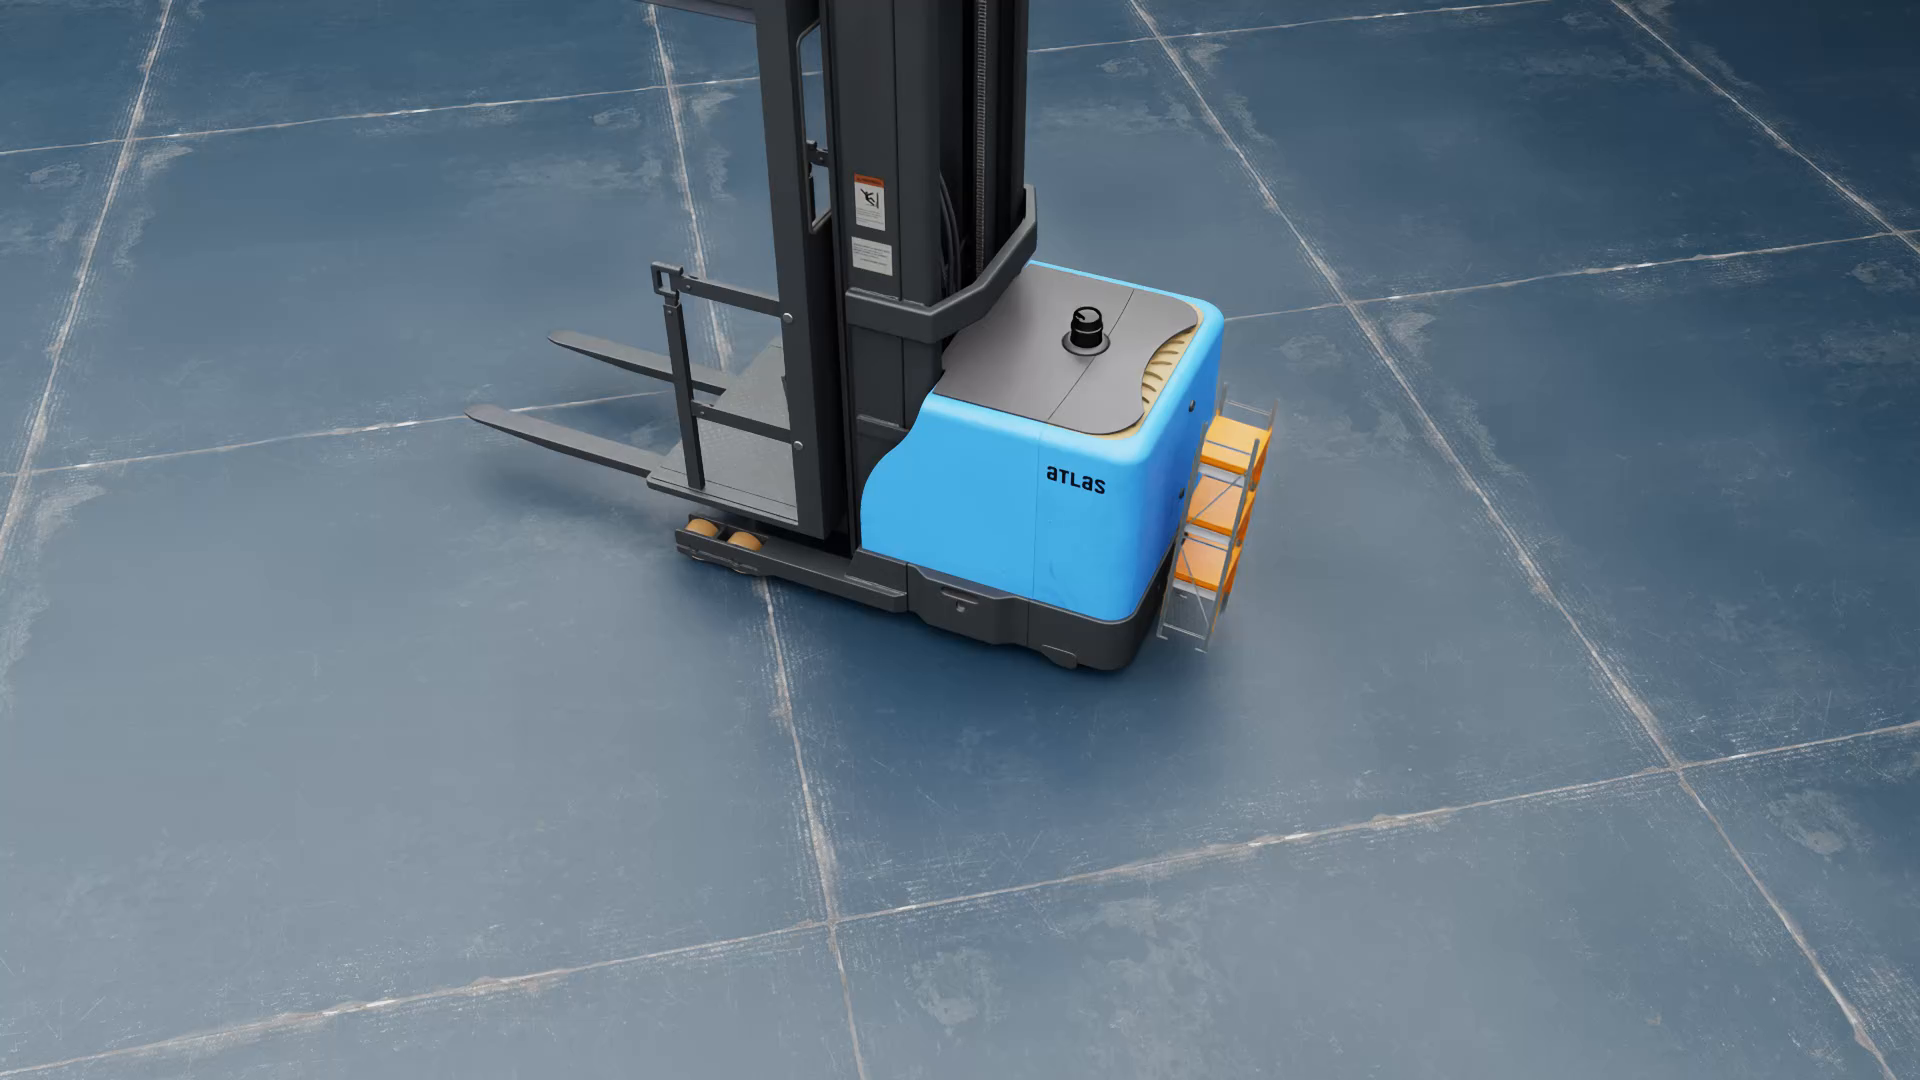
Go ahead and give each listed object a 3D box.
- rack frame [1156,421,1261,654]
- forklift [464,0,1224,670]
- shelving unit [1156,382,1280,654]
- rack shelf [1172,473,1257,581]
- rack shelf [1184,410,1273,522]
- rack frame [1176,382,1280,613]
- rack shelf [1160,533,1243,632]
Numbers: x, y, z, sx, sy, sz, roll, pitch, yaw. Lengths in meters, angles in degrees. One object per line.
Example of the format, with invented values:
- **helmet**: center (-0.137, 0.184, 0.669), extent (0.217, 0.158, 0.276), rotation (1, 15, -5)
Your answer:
- **rack frame**: center (0.873, 0.015, 5.931), extent (0.200, 1.050, 0.008), rotation (19, 45, 14)
- **forklift**: center (-0.577, -1.265, 5.967), extent (3.031, 2.935, 1.130), rotation (16, 44, 18)
- **shelving unit**: center (0.922, -0.060, 6.015), extent (0.215, 1.050, 0.252), rotation (19, 45, 14)
- **rack shelf**: center (0.921, -0.052, 6.022), extent (0.215, 0.259, 0.240), rotation (19, 45, 14)
- **rack shelf**: center (0.941, -0.258, 5.828), extent (0.215, 0.259, 0.240), rotation (19, 45, 14)
- **rack frame**: center (0.970, -0.134, 6.099), extent (0.200, 1.050, 0.008), rotation (19, 45, 14)
- **rack shelf**: center (0.902, 0.149, 6.213), extent (0.215, 0.259, 0.240), rotation (19, 45, 14)
